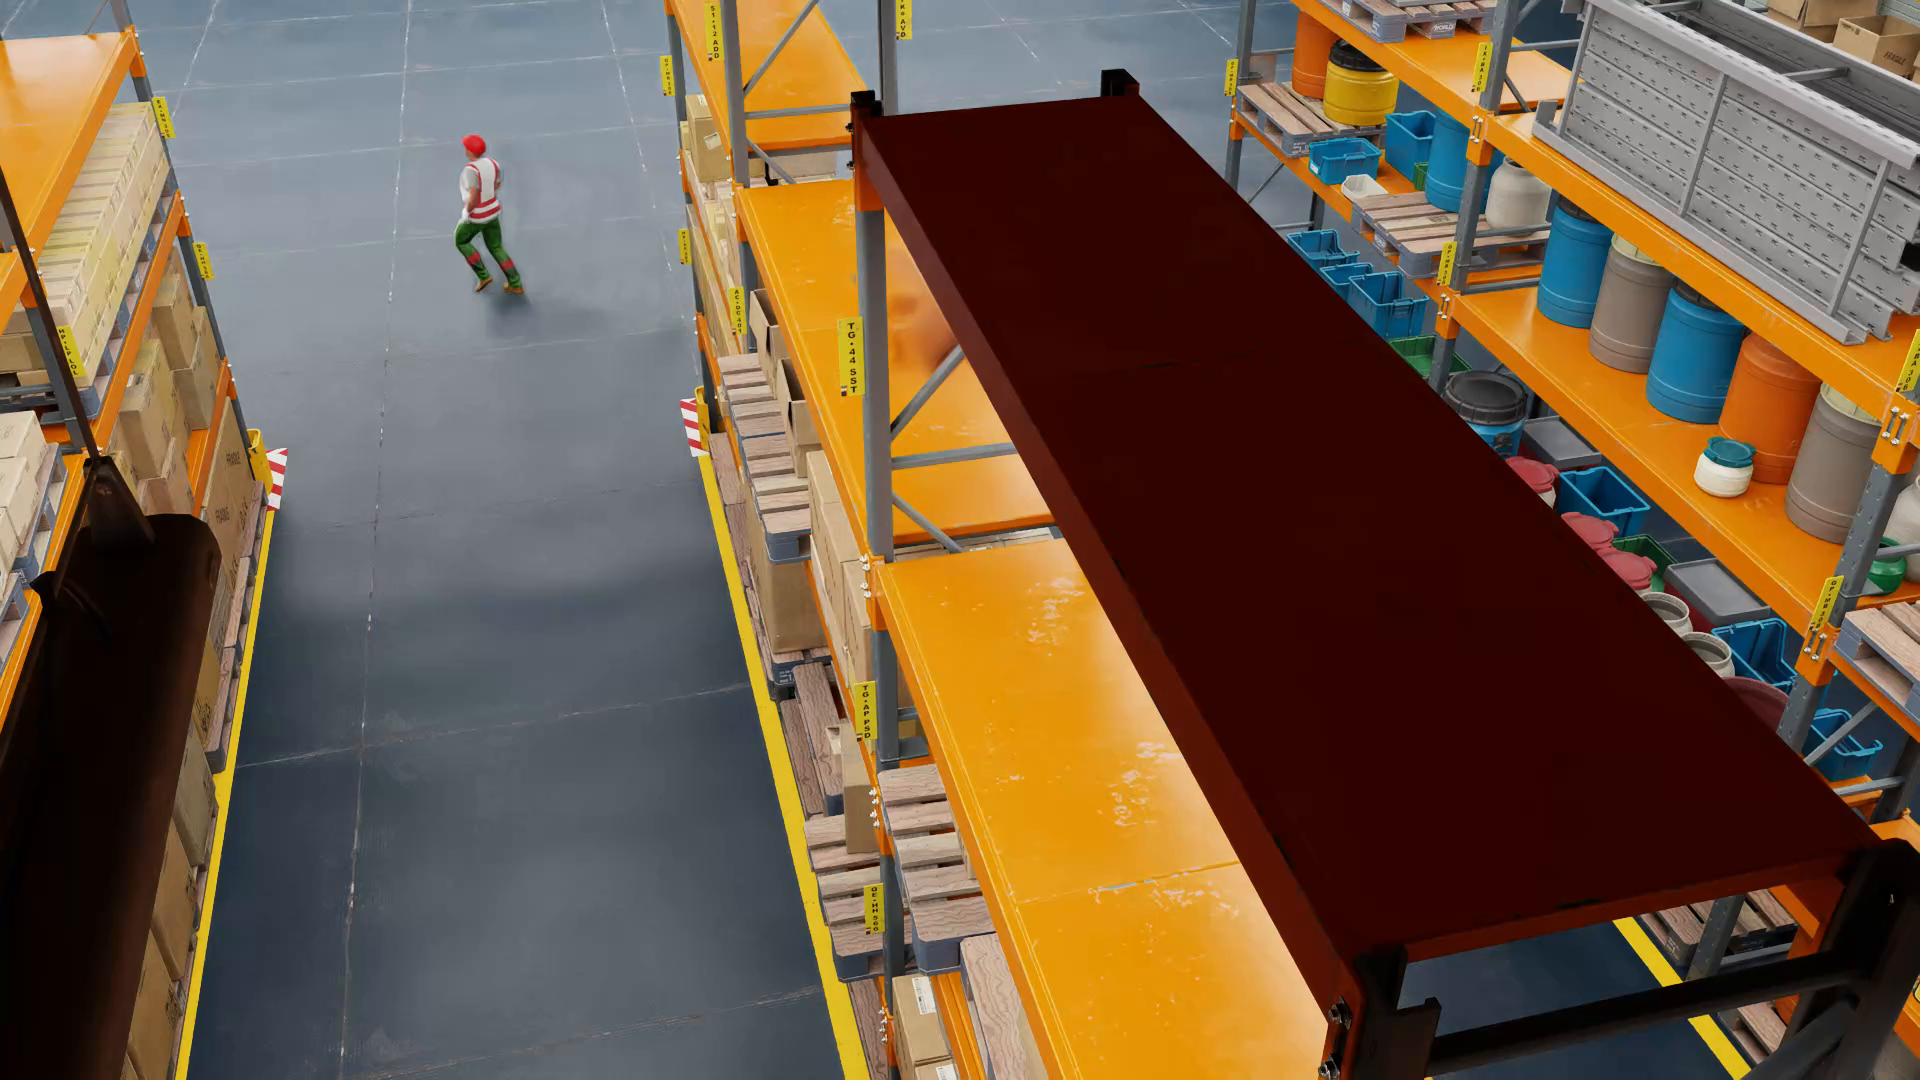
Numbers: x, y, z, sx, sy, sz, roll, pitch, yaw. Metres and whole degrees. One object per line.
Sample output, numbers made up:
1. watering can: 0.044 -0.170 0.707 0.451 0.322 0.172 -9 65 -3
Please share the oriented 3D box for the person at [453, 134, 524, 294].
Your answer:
1. person: -5.037 -3.401 17.503 0.720 1.788 0.664 19 39 25
